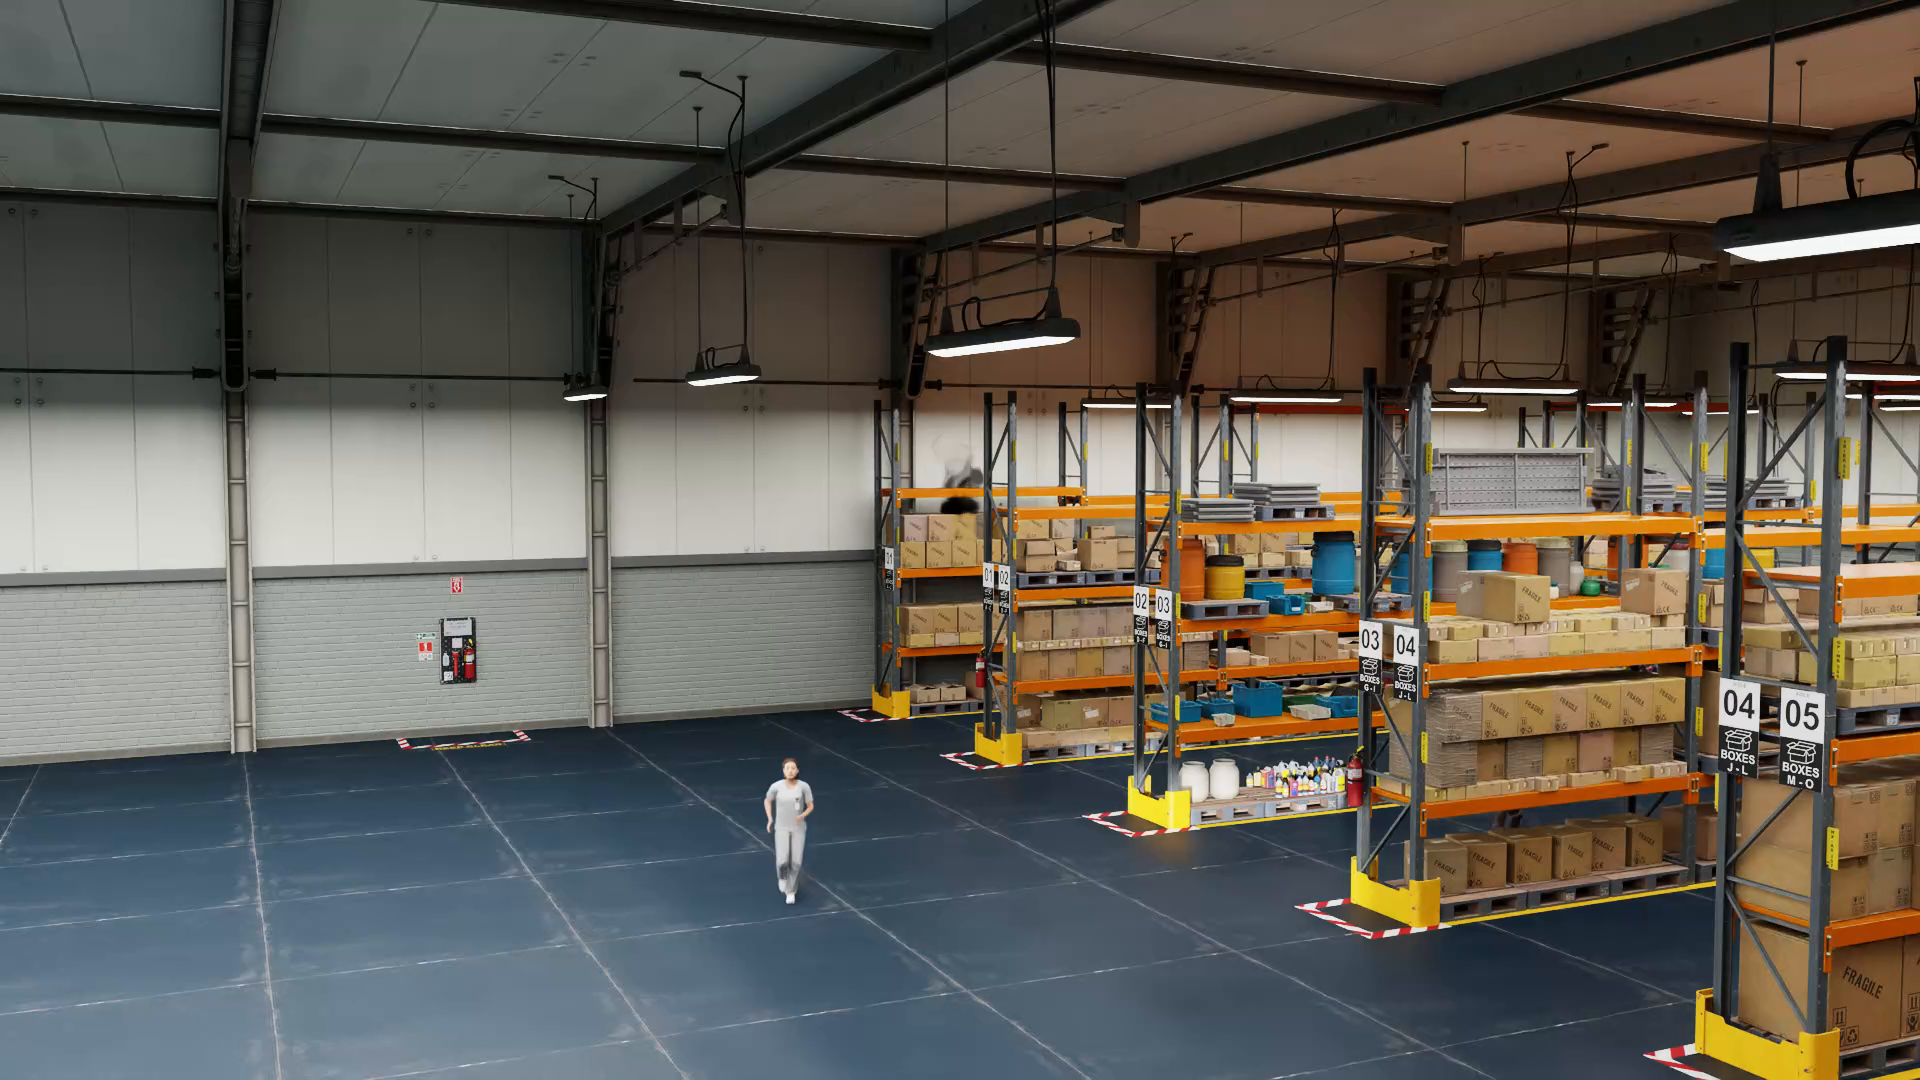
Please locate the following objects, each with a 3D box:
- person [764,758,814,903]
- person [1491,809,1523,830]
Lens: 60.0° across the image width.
[{"bbox_3d":[-1.914,3.263,18.657,0.557,1.630,0.553,0,3,-6],"label":"person"},{"bbox_3d":[7.098,3.017,21.679,0.950,1.724,0.657,-3,4,-38],"label":"person"}]
